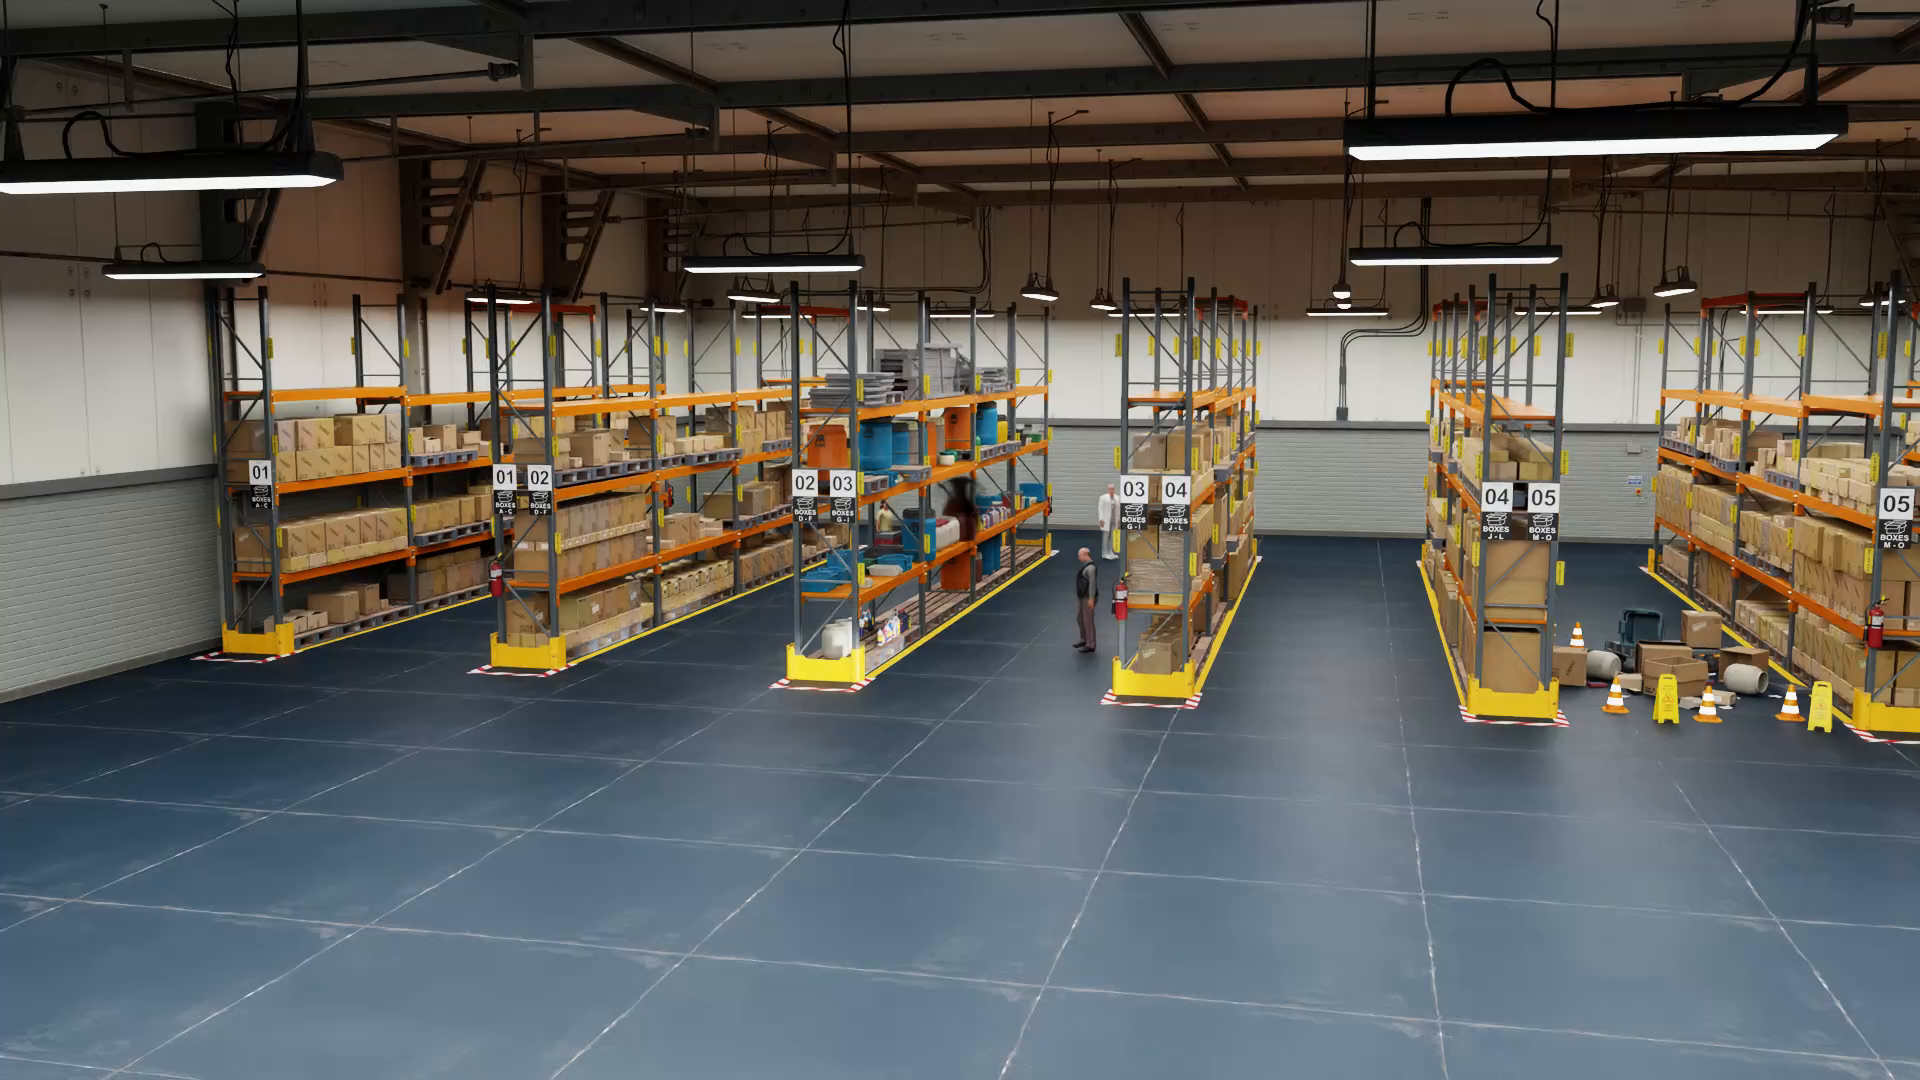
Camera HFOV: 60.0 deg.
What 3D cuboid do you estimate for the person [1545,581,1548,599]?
[{"bbox_3d":[11.539,0.336,33.013,0.569,1.781,0.503,-6,9,-43],"label":"person"}]

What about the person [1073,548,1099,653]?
[{"bbox_3d":[2.092,0.988,27.600,0.412,1.708,0.591,0,7,-2],"label":"person"}]

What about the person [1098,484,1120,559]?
[{"bbox_3d":[3.578,-0.445,39.674,0.603,1.791,0.433,-3,7,-24],"label":"person"}]

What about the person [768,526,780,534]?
[{"bbox_3d":[-4.918,-0.924,44.237,0.446,1.667,0.497,3,7,22],"label":"person"}]

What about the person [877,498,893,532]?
[{"bbox_3d":[-1.617,-0.111,37.368,0.507,1.691,0.488,4,7,29],"label":"person"}]
